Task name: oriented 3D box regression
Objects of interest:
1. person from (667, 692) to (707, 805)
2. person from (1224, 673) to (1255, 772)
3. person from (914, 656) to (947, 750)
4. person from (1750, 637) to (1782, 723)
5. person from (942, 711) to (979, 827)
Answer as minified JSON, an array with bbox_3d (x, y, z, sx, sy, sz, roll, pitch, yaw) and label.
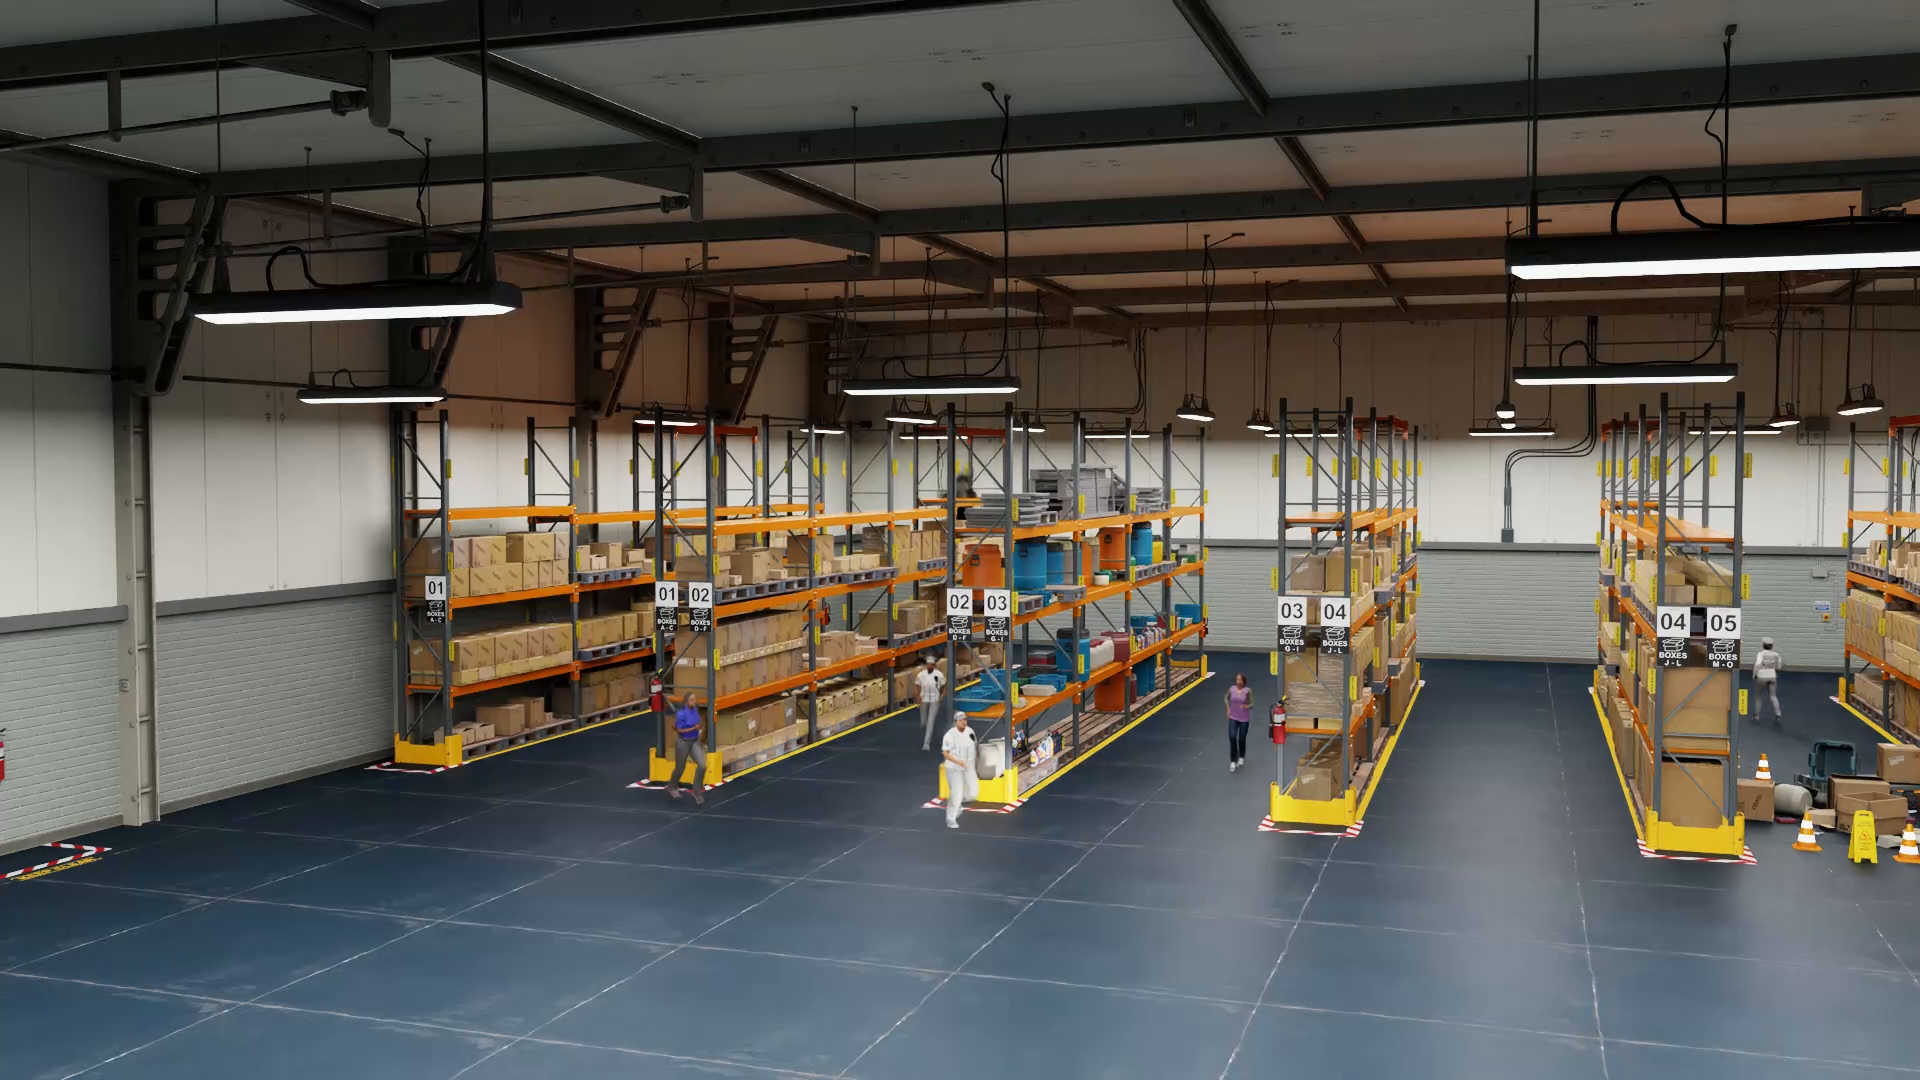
[{"bbox_3d":[-4.090,3.123,24.883,0.812,1.725,0.544,2,3,43],"label":"person"},{"bbox_3d":[4.638,3.022,27.620,0.517,1.639,0.714,1,3,13],"label":"person"},{"bbox_3d":[-0.524,2.903,29.908,0.598,1.671,0.666,0,2,4],"label":"person"},{"bbox_3d":[15.779,2.742,32.543,0.615,1.696,0.913,0,2,3],"label":"person"},{"bbox_3d":[0.043,3.203,23.236,0.639,1.631,0.592,-1,3,-30],"label":"person"}]
